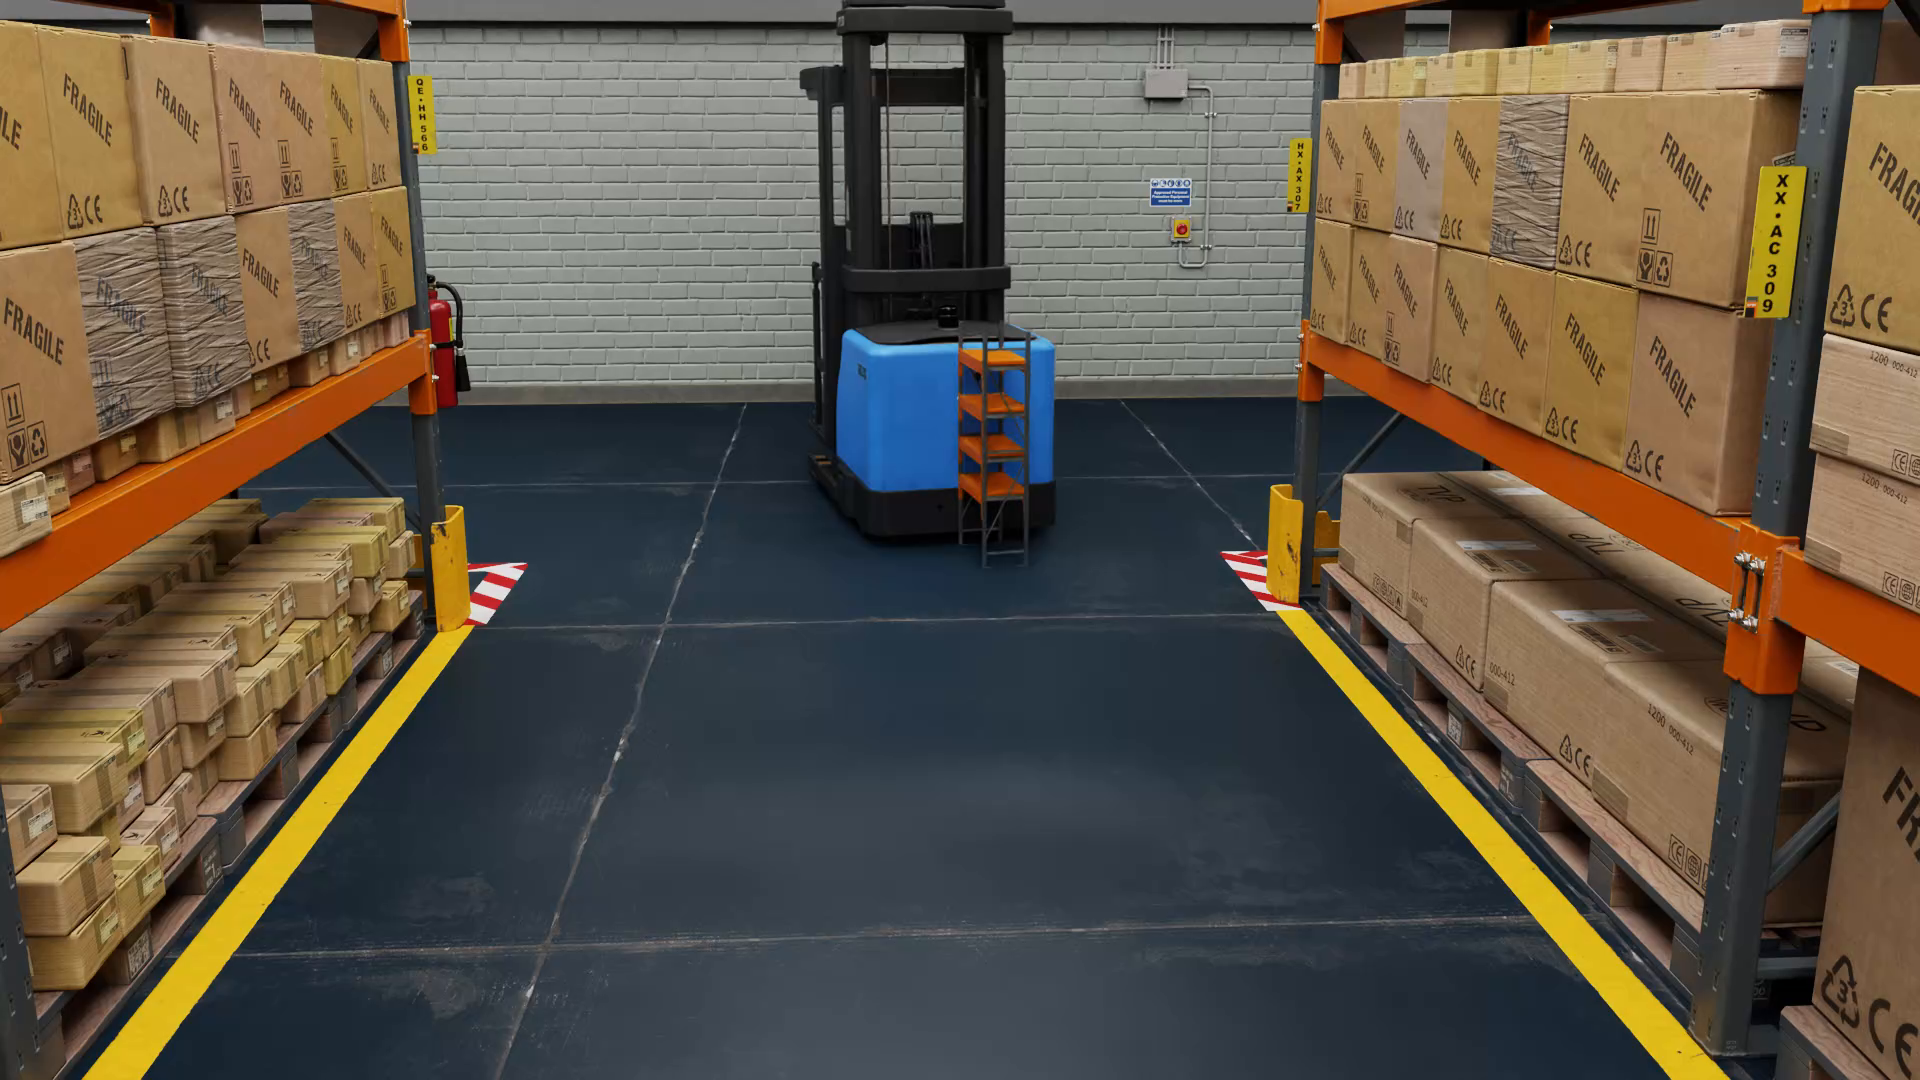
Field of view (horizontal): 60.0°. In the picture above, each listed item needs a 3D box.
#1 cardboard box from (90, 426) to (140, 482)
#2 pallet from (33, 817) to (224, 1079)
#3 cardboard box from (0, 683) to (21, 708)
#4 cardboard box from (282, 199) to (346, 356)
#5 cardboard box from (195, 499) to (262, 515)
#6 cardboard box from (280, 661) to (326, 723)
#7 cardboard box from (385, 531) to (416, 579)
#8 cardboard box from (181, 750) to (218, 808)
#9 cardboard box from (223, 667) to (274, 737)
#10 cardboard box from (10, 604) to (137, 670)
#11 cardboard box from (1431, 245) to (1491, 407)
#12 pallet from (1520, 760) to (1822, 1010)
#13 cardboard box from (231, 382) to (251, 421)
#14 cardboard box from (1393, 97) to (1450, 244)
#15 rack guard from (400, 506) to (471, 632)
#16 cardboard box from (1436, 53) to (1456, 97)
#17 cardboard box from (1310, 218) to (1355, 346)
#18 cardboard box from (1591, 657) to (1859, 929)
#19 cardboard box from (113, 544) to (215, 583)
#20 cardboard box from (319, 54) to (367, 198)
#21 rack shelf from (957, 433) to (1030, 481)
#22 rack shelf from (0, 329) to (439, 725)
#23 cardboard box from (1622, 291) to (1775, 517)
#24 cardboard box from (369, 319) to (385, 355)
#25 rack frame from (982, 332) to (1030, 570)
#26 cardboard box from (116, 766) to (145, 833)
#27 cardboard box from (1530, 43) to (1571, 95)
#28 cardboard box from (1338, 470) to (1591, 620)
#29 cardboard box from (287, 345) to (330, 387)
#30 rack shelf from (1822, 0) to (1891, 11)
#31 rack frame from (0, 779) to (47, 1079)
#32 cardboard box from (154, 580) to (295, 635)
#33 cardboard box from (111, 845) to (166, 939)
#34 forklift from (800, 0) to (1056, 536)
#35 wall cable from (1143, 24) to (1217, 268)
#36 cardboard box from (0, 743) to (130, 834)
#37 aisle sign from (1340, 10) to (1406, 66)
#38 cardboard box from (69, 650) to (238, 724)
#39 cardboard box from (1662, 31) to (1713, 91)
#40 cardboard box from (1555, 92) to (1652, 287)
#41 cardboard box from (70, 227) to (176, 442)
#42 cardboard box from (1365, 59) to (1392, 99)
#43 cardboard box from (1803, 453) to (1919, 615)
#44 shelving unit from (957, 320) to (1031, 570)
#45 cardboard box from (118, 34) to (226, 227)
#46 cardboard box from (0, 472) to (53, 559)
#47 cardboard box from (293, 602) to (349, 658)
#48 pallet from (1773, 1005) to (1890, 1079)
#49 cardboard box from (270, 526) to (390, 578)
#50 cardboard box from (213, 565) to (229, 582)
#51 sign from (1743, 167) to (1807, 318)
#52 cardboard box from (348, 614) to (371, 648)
[{"bbox_3d":[-2.460,-0.250,4.482,0.380,0.149,0.250,-2,15,-6],"label":"cardboard box"},{"bbox_3d":[-2.676,1.084,4.389,1.003,0.211,1.213,-1,14,-3],"label":"pallet"},{"bbox_3d":[-2.897,0.514,4.692,0.380,0.149,0.250,0,14,-2],"label":"cardboard box"},{"bbox_3d":[-2.494,-0.925,5.805,0.500,0.500,0.500,-1,14,-3],"label":"cardboard box"},{"bbox_3d":[-3.153,-0.070,6.963,0.380,0.149,0.250,-2,15,-6],"label":"cardboard box"},{"bbox_3d":[-2.455,0.532,5.818,0.380,0.149,0.250,-1,14,-2],"label":"cardboard box"},{"bbox_3d":[-2.529,0.066,7.033,0.380,0.149,0.250,-1,14,-5],"label":"cardboard box"},{"bbox_3d":[-2.502,0.726,5.063,0.380,0.149,0.250,-2,15,-6],"label":"cardboard box"},{"bbox_3d":[-2.418,0.517,5.278,0.380,0.149,0.250,-1,14,-4],"label":"cardboard box"},{"bbox_3d":[-2.941,0.318,5.454,0.380,0.149,0.250,-1,14,-3],"label":"cardboard box"},{"bbox_3d":[1.951,-0.744,5.698,0.500,0.500,0.500,0,14,-2],"label":"cardboard box"},{"bbox_3d":[2.366,0.959,4.876,1.003,0.211,1.213,-1,14,-3],"label":"pallet"},{"bbox_3d":[-2.483,-0.446,5.245,0.380,0.149,0.250,0,14,-1],"label":"cardboard box"},{"bbox_3d":[1.912,-1.349,6.041,0.500,0.500,0.500,-1,14,-4],"label":"cardboard box"},{"bbox_3d":[-2.842,0.135,7.499,1.175,0.500,0.348,-1,14,-3],"label":"rack guard"},{"bbox_3d":[1.899,-1.627,5.823,0.380,0.149,0.250,-1,14,-3],"label":"cardboard box"},{"bbox_3d":[1.831,-1.121,7.162,0.500,0.500,0.500,-1,14,-4],"label":"cardboard box"},{"bbox_3d":[2.404,0.678,4.669,0.875,0.438,0.875,-1,14,-4],"label":"cardboard box"},{"bbox_3d":[-3.030,0.122,6.217,0.380,0.149,0.250,-2,15,-6],"label":"cardboard box"},{"bbox_3d":[-2.539,-1.535,6.169,0.500,0.500,0.500,-1,14,-5],"label":"cardboard box"},{"bbox_3d":[0.169,-0.432,8.569,0.258,0.148,0.480,-4,15,-14],"label":"rack shelf"},{"bbox_3d":[-2.723,-0.249,5.417,1.077,0.370,4.000,-1,14,-3],"label":"rack shelf"},{"bbox_3d":[2.052,-0.361,4.209,0.500,0.500,0.500,-1,14,-3],"label":"cardboard box"},{"bbox_3d":[-2.566,-0.834,6.751,0.380,0.149,0.250,-1,14,-4],"label":"cardboard box"},{"bbox_3d":[0.229,-0.438,8.323,0.240,1.200,0.015,-4,15,-14],"label":"rack frame"},{"bbox_3d":[-2.458,0.717,4.502,0.380,0.149,0.250,-1,14,-4],"label":"cardboard box"},{"bbox_3d":[1.983,-1.439,5.089,0.380,0.149,0.250,-1,14,-5],"label":"cardboard box"},{"bbox_3d":[2.228,0.004,7.290,0.875,0.438,0.875,-1,14,-5],"label":"cardboard box"},{"bbox_3d":[-2.510,-0.642,6.008,0.380,0.149,0.250,-2,15,-6],"label":"cardboard box"},{"bbox_3d":[2.459,-0.808,1.572,1.077,0.370,4.000,-1,14,-3],"label":"rack shelf"},{"bbox_3d":[-2.602,-0.100,3.394,0.949,2.616,0.053,-1,14,-3],"label":"rack frame"},{"bbox_3d":[-2.529,0.247,5.732,0.380,0.149,0.250,-1,14,-5],"label":"cardboard box"},{"bbox_3d":[-2.317,0.916,4.326,0.380,0.149,0.250,0,14,-2],"label":"cardboard box"},{"bbox_3d":[-0.336,-1.761,9.990,1.130,2.935,3.031,-4,15,-14],"label":"forklift"},{"bbox_3d":[1.715,-3.105,12.974,0.585,1.953,0.123,-1,14,-3],"label":"wall cable"},{"bbox_3d":[-2.371,0.631,4.238,0.380,0.149,0.250,0,14,-1],"label":"cardboard box"},{"bbox_3d":[1.794,-2.468,7.384,0.394,0.787,0.004,-1,14,-3],"label":"aisle sign"},{"bbox_3d":[-2.409,0.440,4.981,0.380,0.149,0.250,-1,14,-2],"label":"cardboard box"},{"bbox_3d":[2.085,-1.249,4.353,0.380,0.149,0.250,-1,14,-3],"label":"cardboard box"},{"bbox_3d":[2.007,-0.973,4.582,0.500,0.500,0.500,-1,14,-4],"label":"cardboard box"},{"bbox_3d":[-2.416,-0.542,4.316,0.500,0.500,0.500,-1,14,-3],"label":"cardboard box"},{"bbox_3d":[1.822,-1.820,6.570,0.380,0.149,0.250,0,14,-2],"label":"cardboard box"},{"bbox_3d":[2.099,-0.015,3.366,0.500,0.250,0.500,-1,14,-5],"label":"cardboard box"},{"bbox_3d":[0.169,-0.497,8.552,0.258,1.200,0.503,-4,15,-14],"label":"shelving unit"},{"bbox_3d":[-2.431,-1.147,4.660,0.500,0.500,0.500,-1,14,-3],"label":"cardboard box"},{"bbox_3d":[-2.290,-0.054,3.719,0.380,0.149,0.250,0,14,-1],"label":"cardboard box"},{"bbox_3d":[-2.450,0.323,6.031,0.380,0.149,0.250,-1,14,-3],"label":"cardboard box"},{"bbox_3d":[2.458,1.340,3.395,1.003,0.211,1.213,-1,14,-3],"label":"pallet"},{"bbox_3d":[-2.460,0.048,6.504,0.380,0.149,0.250,-1,14,-5],"label":"cardboard box"},{"bbox_3d":[-3.006,0.201,6.505,0.380,0.149,0.250,-1,14,-3],"label":"cardboard box"},{"bbox_3d":[1.782,-0.650,3.636,0.100,0.325,0.005,-1,14,-3],"label":"sign"},{"bbox_3d":[-2.558,0.340,6.564,0.380,0.149,0.250,-1,14,-4],"label":"cardboard box"}]
